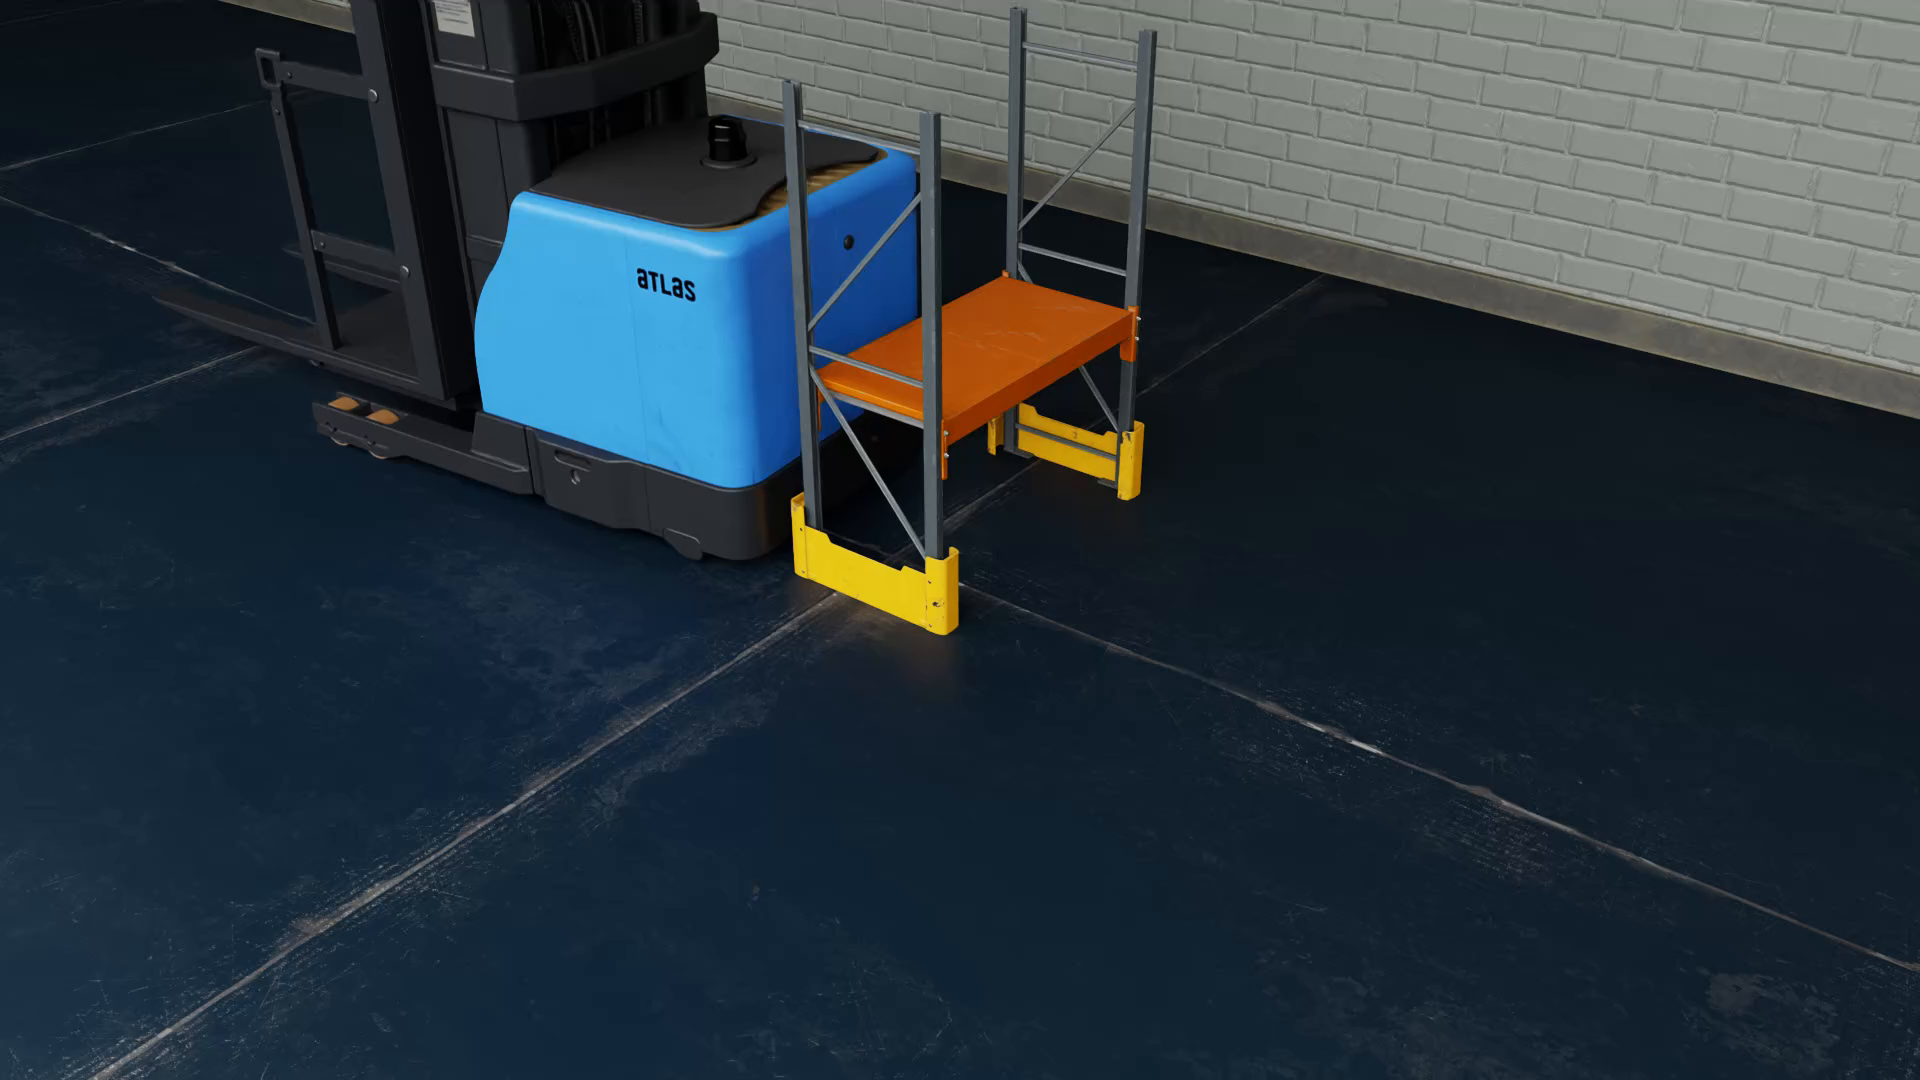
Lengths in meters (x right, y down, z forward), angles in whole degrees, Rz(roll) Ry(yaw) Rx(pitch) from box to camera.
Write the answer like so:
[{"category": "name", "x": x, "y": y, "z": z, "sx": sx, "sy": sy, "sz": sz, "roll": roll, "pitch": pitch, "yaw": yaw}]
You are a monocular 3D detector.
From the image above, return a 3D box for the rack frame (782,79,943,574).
[{"category": "rack frame", "x": -0.255, "y": -0.473, "z": 4.577, "sx": 0.500, "sy": 1.500, "sz": 0.032, "roll": 21, "pitch": 37, "yaw": 31}]

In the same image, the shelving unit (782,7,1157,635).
[{"category": "shelving unit", "x": 0.046, "y": -0.676, "z": 4.920, "sx": 0.587, "sy": 1.500, "sz": 1.083, "roll": 21, "pitch": 37, "yaw": 31}]

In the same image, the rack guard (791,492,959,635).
[{"category": "rack guard", "x": -0.255, "y": 0.064, "z": 4.897, "sx": 0.587, "sy": 0.250, "sz": 0.087, "roll": 21, "pitch": 37, "yaw": 31}]

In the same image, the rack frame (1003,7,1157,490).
[{"category": "rack frame", "x": 0.358, "y": -0.887, "z": 5.275, "sx": 0.500, "sy": 1.500, "sz": 0.032, "roll": 21, "pitch": 37, "yaw": 31}]

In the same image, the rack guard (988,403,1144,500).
[{"category": "rack guard", "x": 0.347, "y": -0.341, "z": 5.580, "sx": 0.587, "sy": 0.250, "sz": 0.087, "roll": 21, "pitch": 37, "yaw": 31}]

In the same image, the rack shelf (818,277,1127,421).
[{"category": "rack shelf", "x": 0.052, "y": -0.583, "z": 4.984, "sx": 0.459, "sy": 0.026, "sz": 0.952, "roll": 21, "pitch": 37, "yaw": 31}]
